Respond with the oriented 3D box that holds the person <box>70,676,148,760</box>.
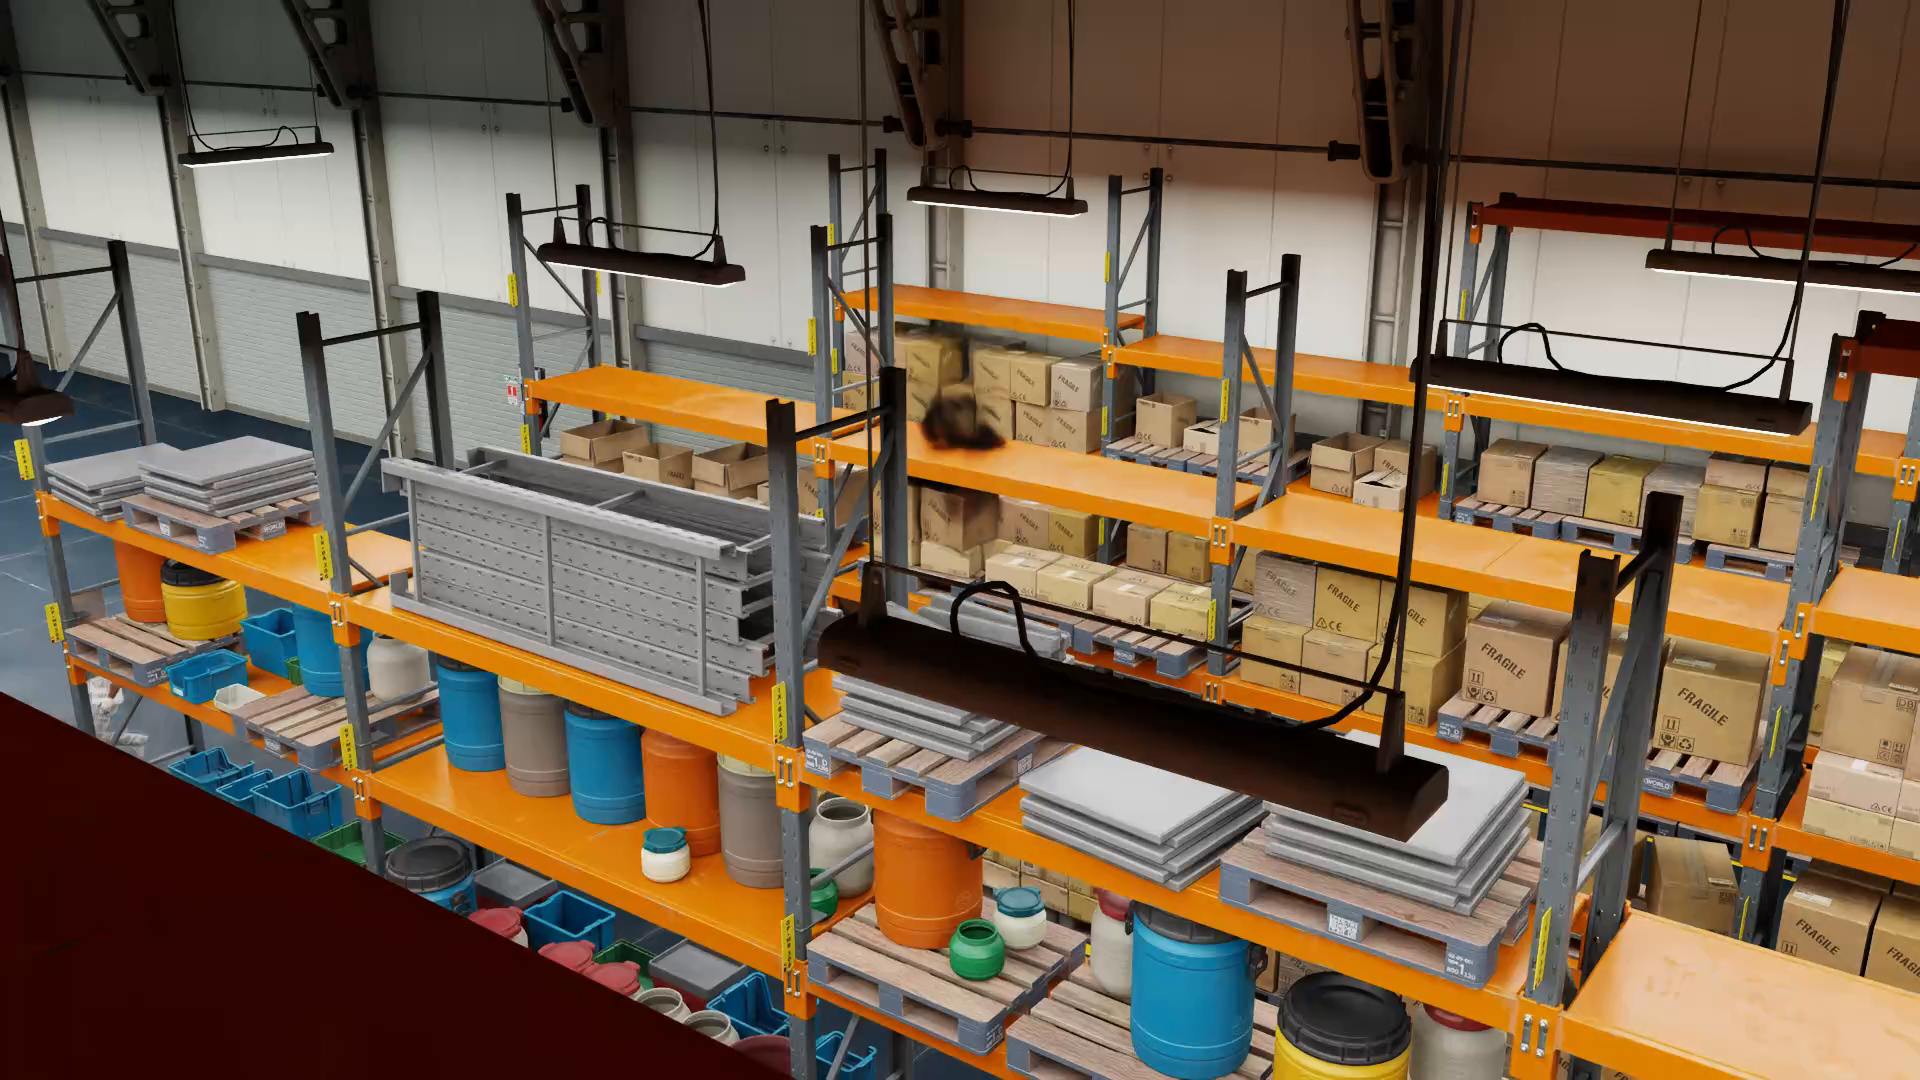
[{"bbox_3d":[-8.956,1.667,17.453,0.637,1.738,0.713,-11,21,-29],"label":"person"}]
